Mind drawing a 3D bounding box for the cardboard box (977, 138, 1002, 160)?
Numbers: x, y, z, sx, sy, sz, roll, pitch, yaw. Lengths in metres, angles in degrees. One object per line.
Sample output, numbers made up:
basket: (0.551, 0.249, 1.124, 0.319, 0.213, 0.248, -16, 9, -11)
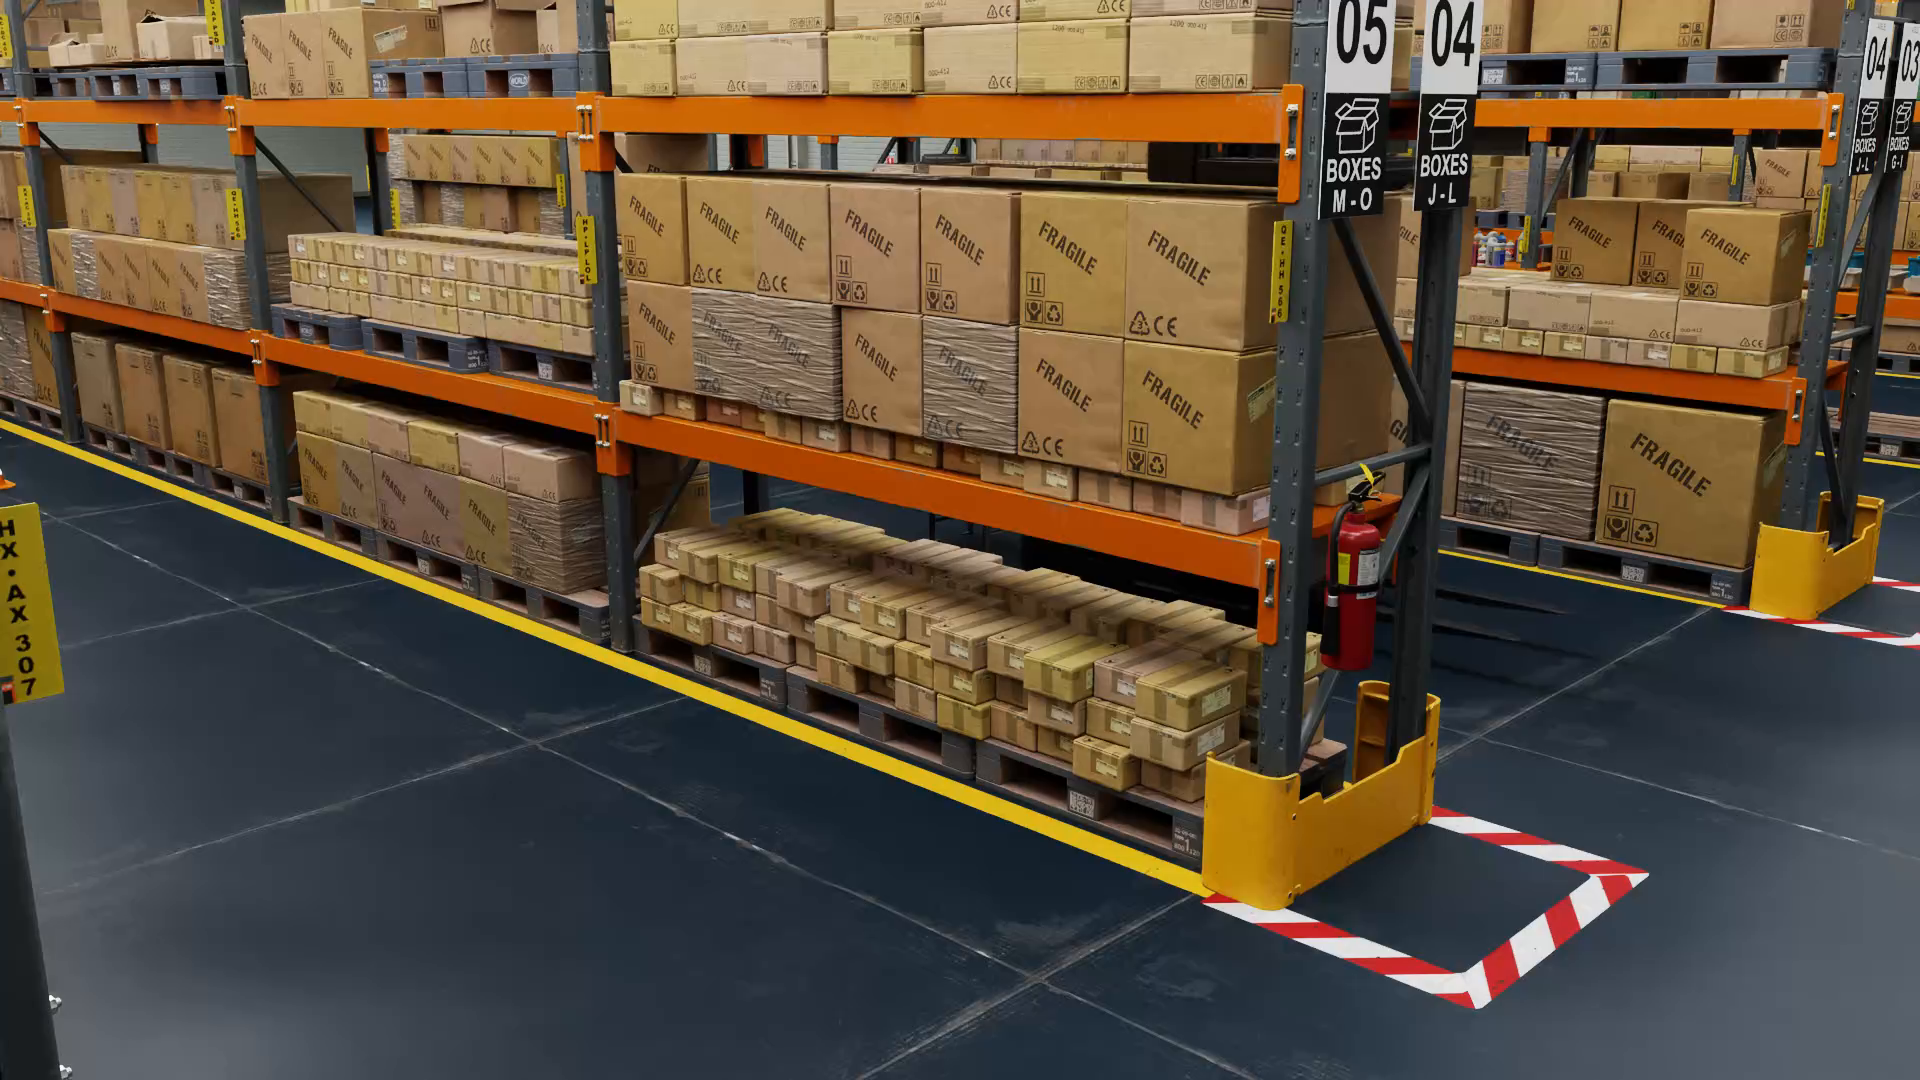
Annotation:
cardboard box: (0.684, -6.317, 26.455, 0.500, 0.500, 0.700, 14, 20, 42)

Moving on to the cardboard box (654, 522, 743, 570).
cardboard box: (-1.333, 0.033, 8.499, 0.380, 0.149, 0.250, -14, 20, -42)

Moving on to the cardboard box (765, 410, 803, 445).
cardboard box: (-0.667, -0.550, 7.590, 0.380, 0.149, 0.250, -14, 20, -43)

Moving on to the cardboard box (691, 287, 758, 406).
cardboard box: (-0.894, -0.928, 7.757, 0.500, 0.500, 0.500, 14, 20, 42)

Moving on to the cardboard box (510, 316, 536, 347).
cardboard box: (-2.226, -1.158, 9.093, 0.250, 0.149, 0.380, 14, 20, 42)

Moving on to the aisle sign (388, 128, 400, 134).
aisle sign: (-6.813, -5.151, 19.595, 0.004, 0.787, 0.394, 14, 20, 42)

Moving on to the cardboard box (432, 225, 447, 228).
cardboard box: (-5.815, -3.543, 19.079, 0.250, 0.149, 0.380, 14, 20, 42)

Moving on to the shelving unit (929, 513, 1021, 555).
shelving unit: (0.119, -0.987, 10.556, 0.503, 2.100, 0.431, 14, 20, 42)

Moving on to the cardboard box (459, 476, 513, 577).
cardboard box: (-2.514, -0.121, 9.572, 0.500, 0.500, 0.500, 13, 19, 41)

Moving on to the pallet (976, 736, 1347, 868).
pallet: (0.827, 0.934, 6.929, 1.213, 0.211, 1.003, 14, 20, 42)

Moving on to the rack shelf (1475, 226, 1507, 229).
rack shelf: (7.517, -3.765, 20.329, 3.809, 0.052, 0.919, 14, 20, 42)

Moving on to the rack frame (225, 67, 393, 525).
rack frame: (-4.317, -1.654, 11.330, 0.127, 3.000, 1.000, 14, 20, 42)

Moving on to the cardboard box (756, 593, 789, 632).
cardboard box: (-0.761, 0.312, 8.016, 0.250, 0.149, 0.380, 12, 19, 39)

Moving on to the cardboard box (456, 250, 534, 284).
cardboard box: (-2.604, -1.540, 9.379, 0.250, 0.149, 0.380, 13, 19, 40)

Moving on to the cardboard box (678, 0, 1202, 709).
cardboard box: (-0.136, -0.944, 7.004, 2.619, 2.792, 0.500, 14, 20, 42)

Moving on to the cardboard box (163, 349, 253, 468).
cardboard box: (-5.324, -1.044, 12.617, 0.750, 0.750, 1.050, 14, 20, 43)

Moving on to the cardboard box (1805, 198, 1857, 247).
cardboard box: (9.505, -3.454, 18.042, 0.500, 0.500, 0.500, 14, 20, 43)

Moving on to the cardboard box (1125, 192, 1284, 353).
cardboard box: (0.940, -0.965, 5.914, 0.500, 0.500, 0.500, 13, 20, 41)

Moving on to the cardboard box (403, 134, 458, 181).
cardboard box: (-5.998, -4.378, 19.014, 0.500, 0.500, 0.500, 14, 20, 42)

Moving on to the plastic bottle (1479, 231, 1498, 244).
plastic bottle: (5.184, -2.889, 16.318, 0.135, 0.276, 0.152, 14, 20, 42)

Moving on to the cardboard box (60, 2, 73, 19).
cardboard box: (-7.407, -4.491, 14.156, 0.250, 0.149, 0.380, 13, 20, 42)

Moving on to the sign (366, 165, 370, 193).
sign: (-6.937, -4.257, 19.603, 0.005, 0.325, 0.100, 14, 20, 42)

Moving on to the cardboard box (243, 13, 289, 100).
cardboard box: (-4.090, -3.005, 10.370, 0.500, 0.500, 0.500, 14, 20, 42)

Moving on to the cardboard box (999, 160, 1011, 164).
cardboard box: (0.822, -5.899, 26.137, 0.250, 0.149, 0.380, 14, 20, 42)

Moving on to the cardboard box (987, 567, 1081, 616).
cardboard box: (0.340, 0.255, 7.647, 0.250, 0.149, 0.380, 14, 20, 43)

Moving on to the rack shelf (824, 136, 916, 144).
rack shelf: (0.638, -3.290, 13.086, 4.000, 0.370, 1.077, 14, 20, 42)

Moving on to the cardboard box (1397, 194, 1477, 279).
cardboard box: (2.972, -1.962, 10.735, 0.500, 0.500, 0.500, 13, 19, 40)

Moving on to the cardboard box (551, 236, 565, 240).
cardboard box: (-4.040, -3.099, 17.375, 0.250, 0.149, 0.380, 14, 20, 42)

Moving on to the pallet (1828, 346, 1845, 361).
pallet: (9.451, -2.164, 18.818, 1.213, 0.211, 1.003, 14, 20, 42)

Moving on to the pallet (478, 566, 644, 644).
pallet: (-1.999, 0.260, 9.516, 1.213, 0.211, 1.003, 14, 20, 42)

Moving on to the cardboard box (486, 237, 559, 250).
cardboard box: (-2.716, -1.794, 10.353, 0.380, 0.149, 0.250, -13, 20, -42)

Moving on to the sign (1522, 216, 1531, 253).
sign: (5.133, -2.770, 15.064, 0.005, 0.325, 0.100, 14, 20, 42)

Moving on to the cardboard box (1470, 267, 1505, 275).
cardboard box: (3.320, -1.699, 11.209, 0.500, 0.250, 0.500, -14, 20, -43)

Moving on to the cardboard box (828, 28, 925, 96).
cardboard box: (-0.185, -1.931, 6.742, 0.500, 0.250, 0.500, -13, 20, -42)

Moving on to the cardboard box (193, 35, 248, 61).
cardboard box: (-4.901, -3.309, 11.164, 0.250, 0.166, 0.380, 14, 20, 42)

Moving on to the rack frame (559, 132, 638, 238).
rack frame: (-3.681, -3.236, 17.404, 0.127, 3.000, 1.000, 14, 20, 42)

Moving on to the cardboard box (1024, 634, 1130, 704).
cardboard box: (0.470, 0.512, 6.661, 0.250, 0.149, 0.380, 13, 20, 41)

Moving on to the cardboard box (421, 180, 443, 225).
cardboard box: (-5.740, -3.962, 19.399, 0.500, 0.500, 0.875, 14, 20, 42)

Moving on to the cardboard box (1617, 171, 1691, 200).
cardboard box: (8.232, -4.118, 19.755, 0.700, 0.500, 0.500, -11, 18, -35)

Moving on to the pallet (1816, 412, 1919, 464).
pallet: (7.829, -0.837, 13.726, 1.213, 0.211, 1.003, 14, 20, 42)

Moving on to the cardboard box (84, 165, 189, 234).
cardboard box: (-6.463, -2.710, 13.204, 0.500, 0.500, 0.700, 13, 20, 41)

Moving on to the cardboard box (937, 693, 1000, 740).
cardboard box: (0.119, 0.706, 7.095, 0.250, 0.149, 0.380, 13, 19, 40)

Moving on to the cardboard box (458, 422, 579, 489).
cardboard box: (-2.510, -0.487, 9.489, 0.500, 0.250, 0.500, -13, 20, -42)

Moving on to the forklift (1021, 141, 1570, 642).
forklift: (1.807, -0.990, 9.047, 3.031, 2.867, 1.129, 12, 19, 39)

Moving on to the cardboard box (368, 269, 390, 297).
cardboard box: (-3.357, -1.577, 10.111, 0.250, 0.149, 0.380, 14, 20, 42)

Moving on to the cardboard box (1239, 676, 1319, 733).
cardboard box: (1.243, 0.641, 6.756, 0.380, 0.149, 0.250, -14, 20, -42)

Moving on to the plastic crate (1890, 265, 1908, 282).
plastic crate: (7.785, -2.229, 13.943, 0.298, 0.136, 0.250, 14, 20, 42)

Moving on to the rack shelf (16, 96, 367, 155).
rack shelf: (-5.757, -3.107, 12.385, 4.000, 0.370, 1.077, 14, 20, 42)

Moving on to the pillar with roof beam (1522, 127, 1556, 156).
pillar with roof beam: (6.190, -7.740, 22.789, 0.400, 9.000, 9.100, 14, 20, 42)

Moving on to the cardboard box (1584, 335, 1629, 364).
cardboard box: (3.925, -1.151, 9.897, 0.250, 0.149, 0.380, 14, 20, 43)

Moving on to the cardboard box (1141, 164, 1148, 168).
cardboard box: (2.853, -5.405, 24.241, 0.250, 0.149, 0.380, 14, 20, 42)

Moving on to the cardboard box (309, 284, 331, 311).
cardboard box: (-3.942, -1.573, 10.687, 0.380, 0.149, 0.250, -13, 20, -41)
